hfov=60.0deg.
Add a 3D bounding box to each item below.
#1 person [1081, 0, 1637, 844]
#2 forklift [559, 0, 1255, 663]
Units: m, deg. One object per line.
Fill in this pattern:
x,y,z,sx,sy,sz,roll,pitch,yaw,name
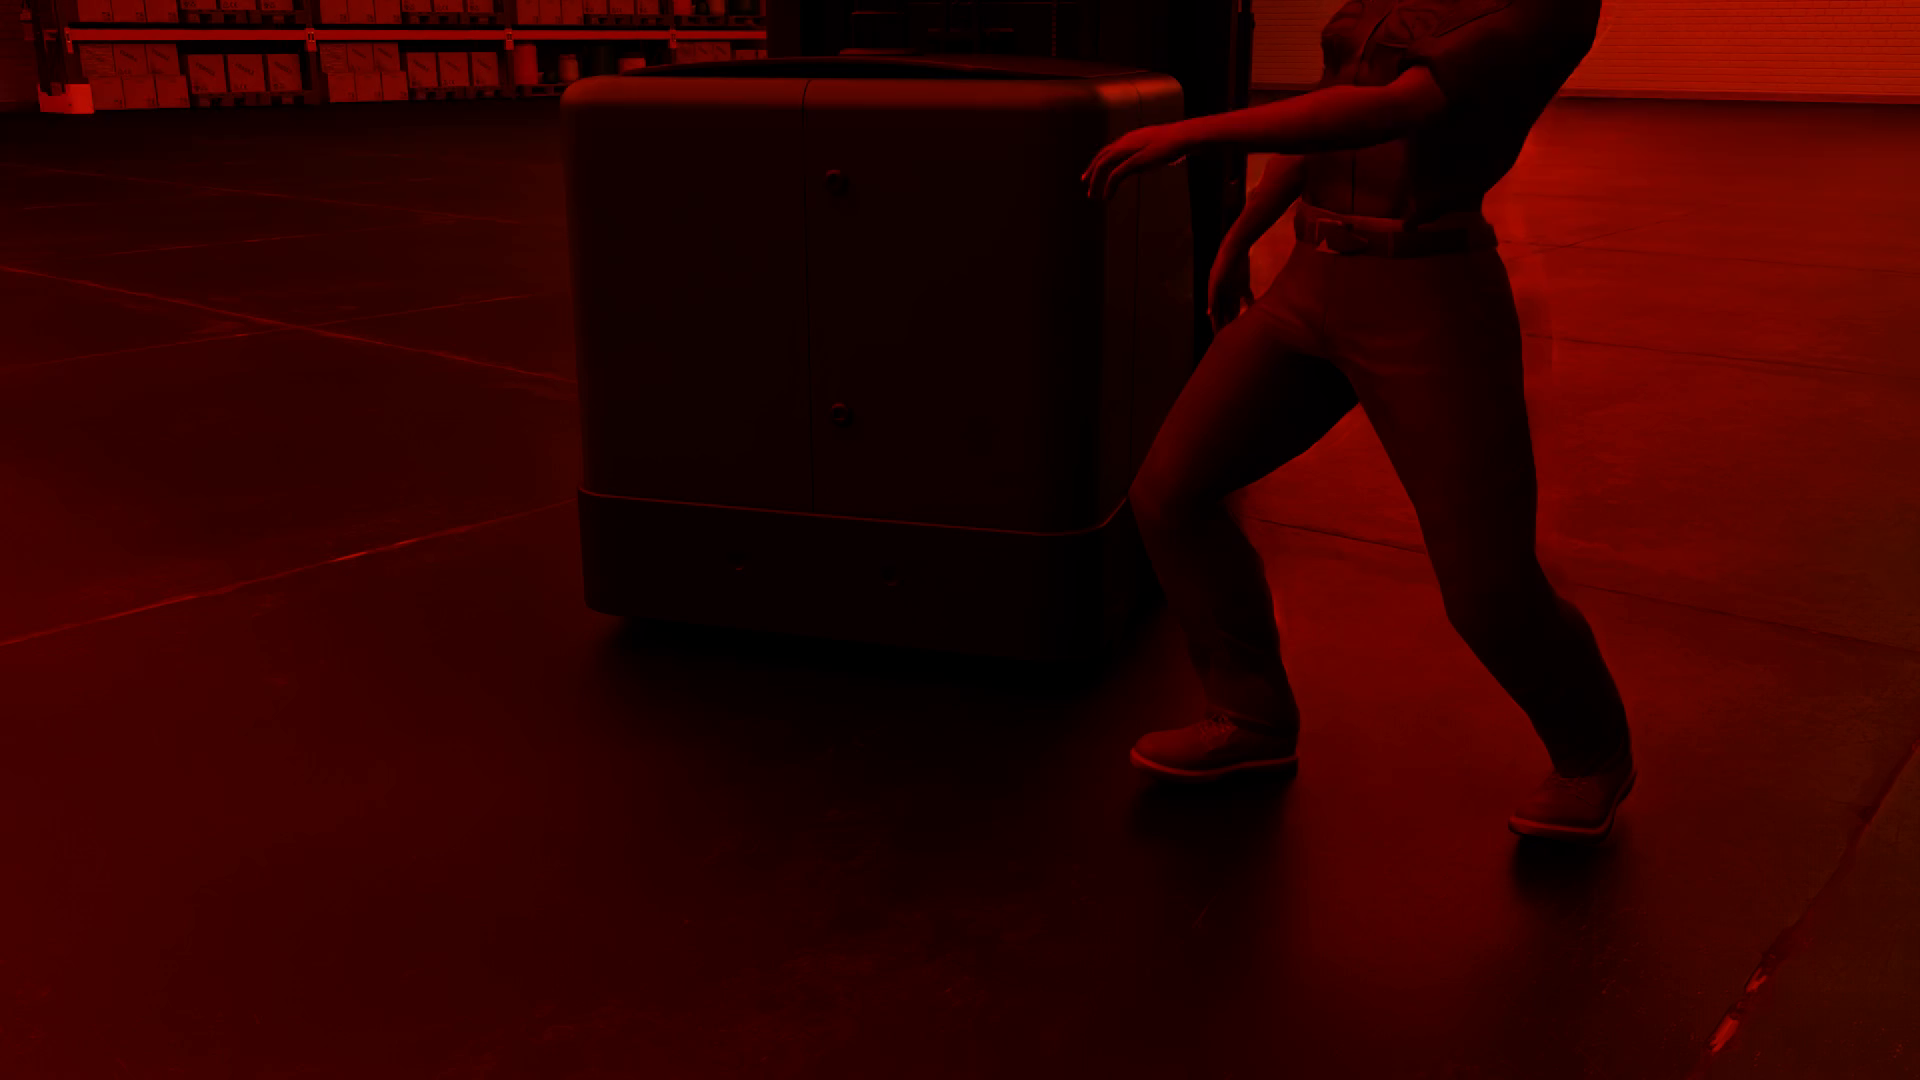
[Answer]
0.551,-0.335,2.388,0.822,1.531,0.728,-9,19,-27,person
0.182,-1.571,4.072,1.130,2.935,3.031,5,18,17,forklift
